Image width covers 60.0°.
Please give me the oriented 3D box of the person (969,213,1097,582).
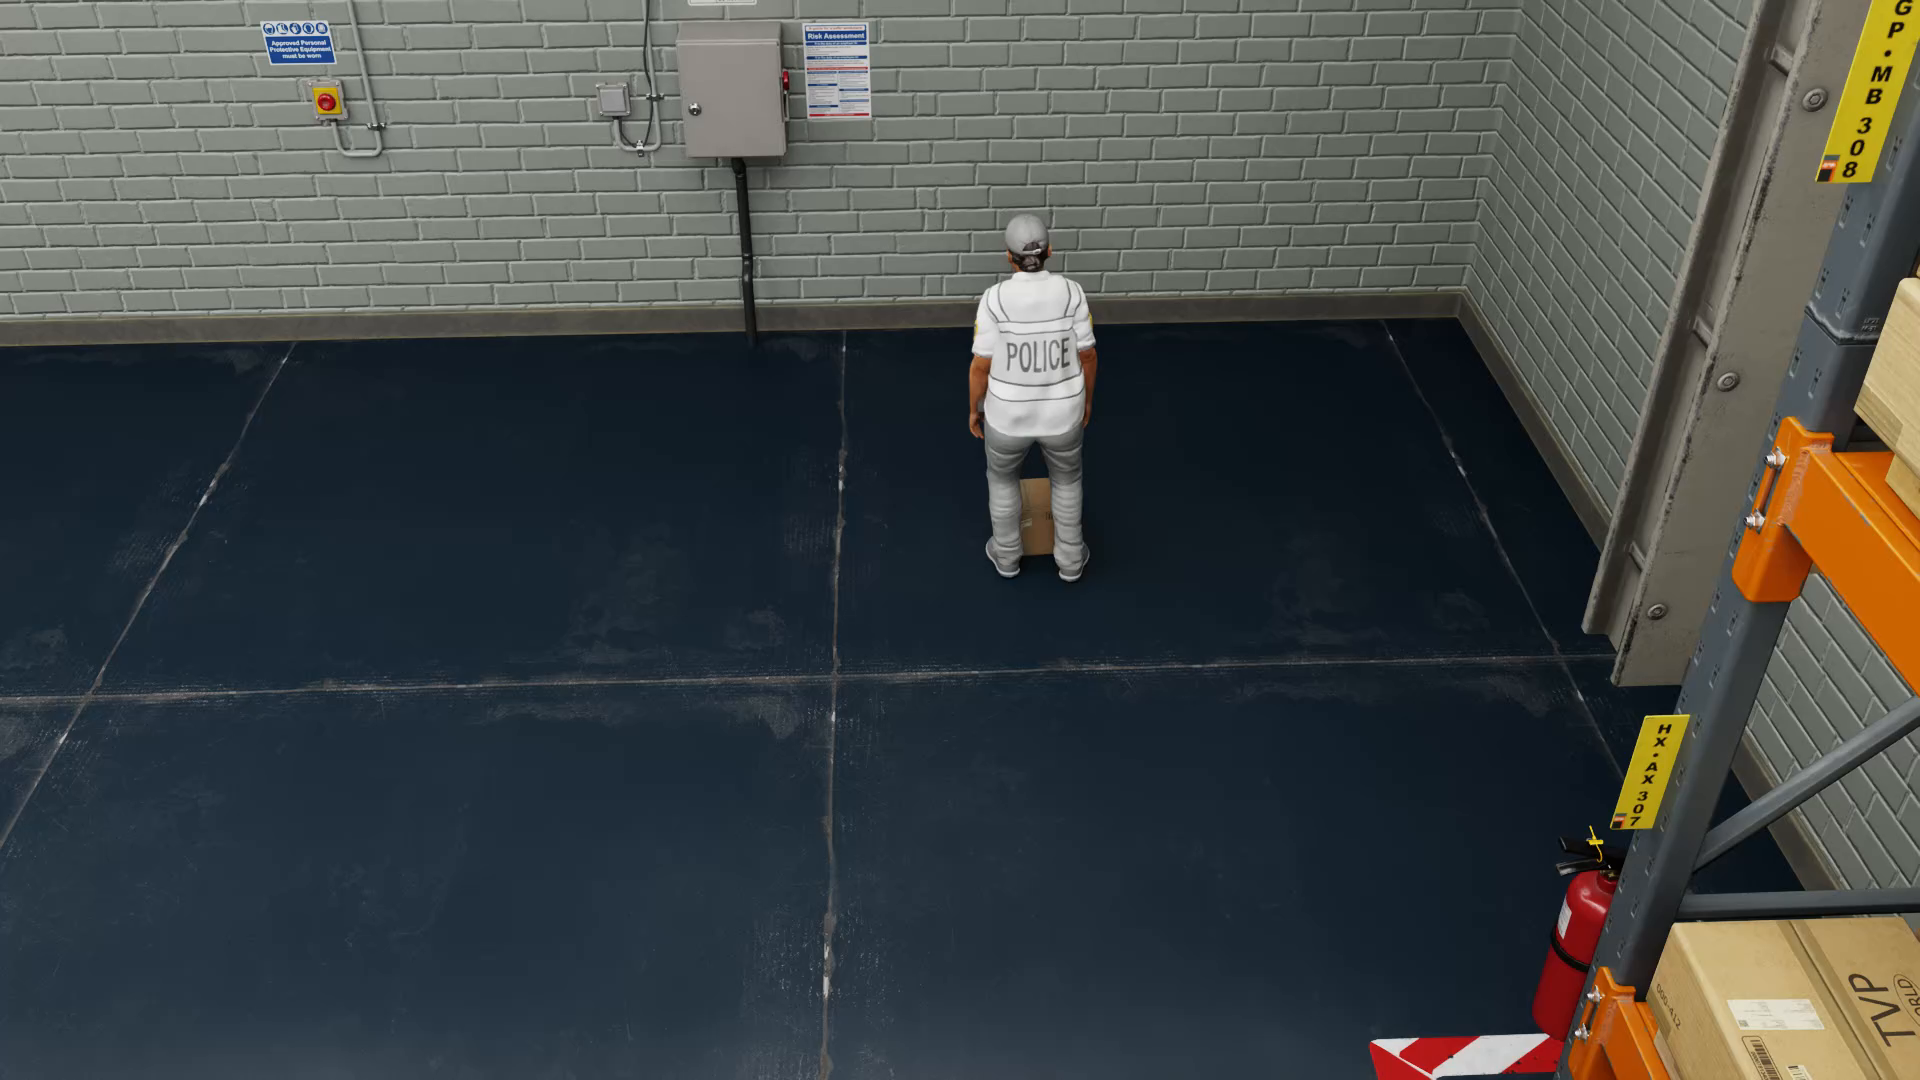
[{"bbox_3d":[0.310,-0.552,6.917,0.562,1.665,0.471,-4,36,-5],"label":"person"}]
